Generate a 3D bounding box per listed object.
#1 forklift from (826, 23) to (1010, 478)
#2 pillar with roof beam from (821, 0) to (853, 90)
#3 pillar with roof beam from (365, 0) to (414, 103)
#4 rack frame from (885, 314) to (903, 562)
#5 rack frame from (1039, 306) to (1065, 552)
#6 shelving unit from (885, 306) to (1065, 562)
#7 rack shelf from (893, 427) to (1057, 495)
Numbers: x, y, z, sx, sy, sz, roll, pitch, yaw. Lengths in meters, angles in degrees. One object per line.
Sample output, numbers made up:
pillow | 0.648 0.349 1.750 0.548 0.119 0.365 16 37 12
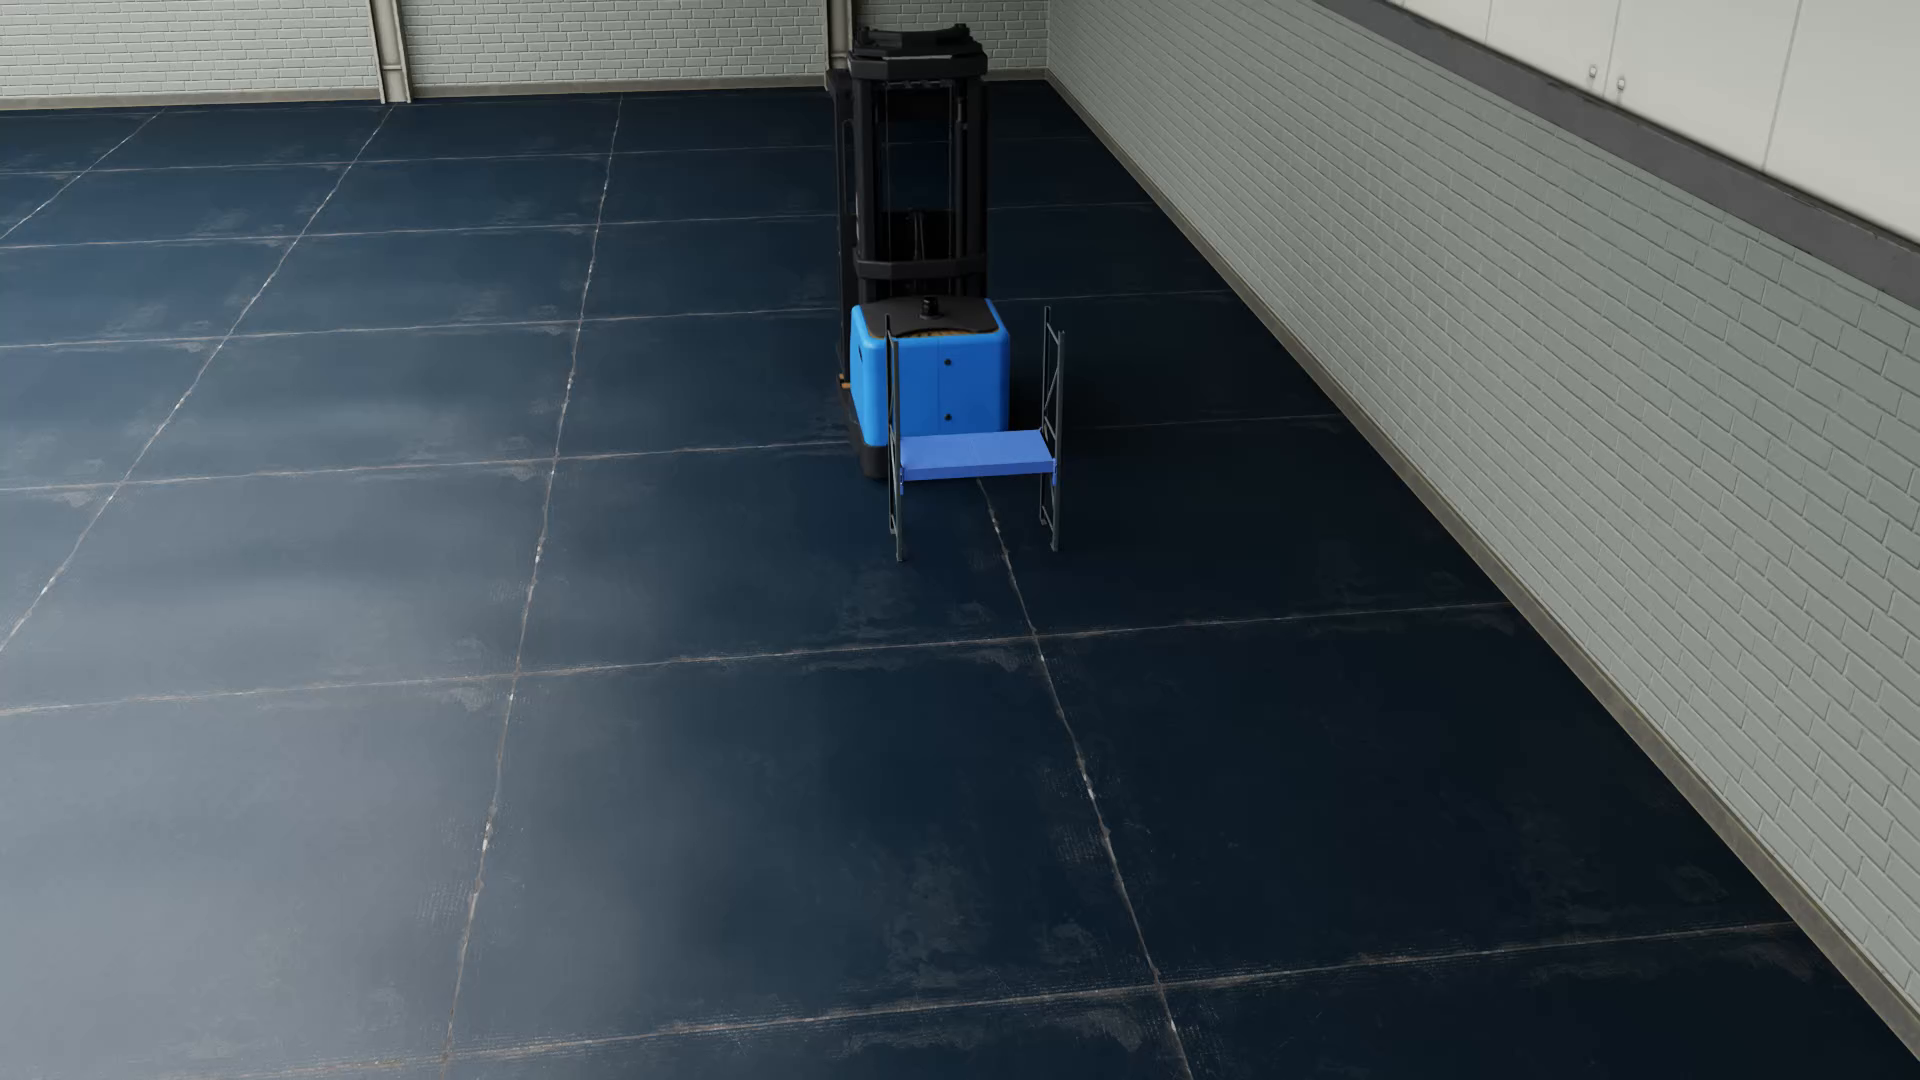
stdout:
forklift | -0.384 -2.384 12.389 1.130 2.935 3.031 -4 27 -8
pillar with roof beam | -1.094 -8.411 17.488 0.400 9.000 9.100 -4 27 -7
pillar with roof beam | -7.035 -8.029 16.744 0.400 9.000 9.100 -4 27 -7
rack frame | -0.419 -0.640 10.558 0.032 1.500 0.500 -4 27 -7
rack frame | 0.588 -0.705 10.684 0.032 1.500 0.500 -4 27 -7
shelving unit | 0.084 -0.673 10.621 1.048 1.500 0.538 -4 27 -7
rack shelf | 0.084 -0.513 10.703 1.000 0.185 0.538 -4 27 -7
